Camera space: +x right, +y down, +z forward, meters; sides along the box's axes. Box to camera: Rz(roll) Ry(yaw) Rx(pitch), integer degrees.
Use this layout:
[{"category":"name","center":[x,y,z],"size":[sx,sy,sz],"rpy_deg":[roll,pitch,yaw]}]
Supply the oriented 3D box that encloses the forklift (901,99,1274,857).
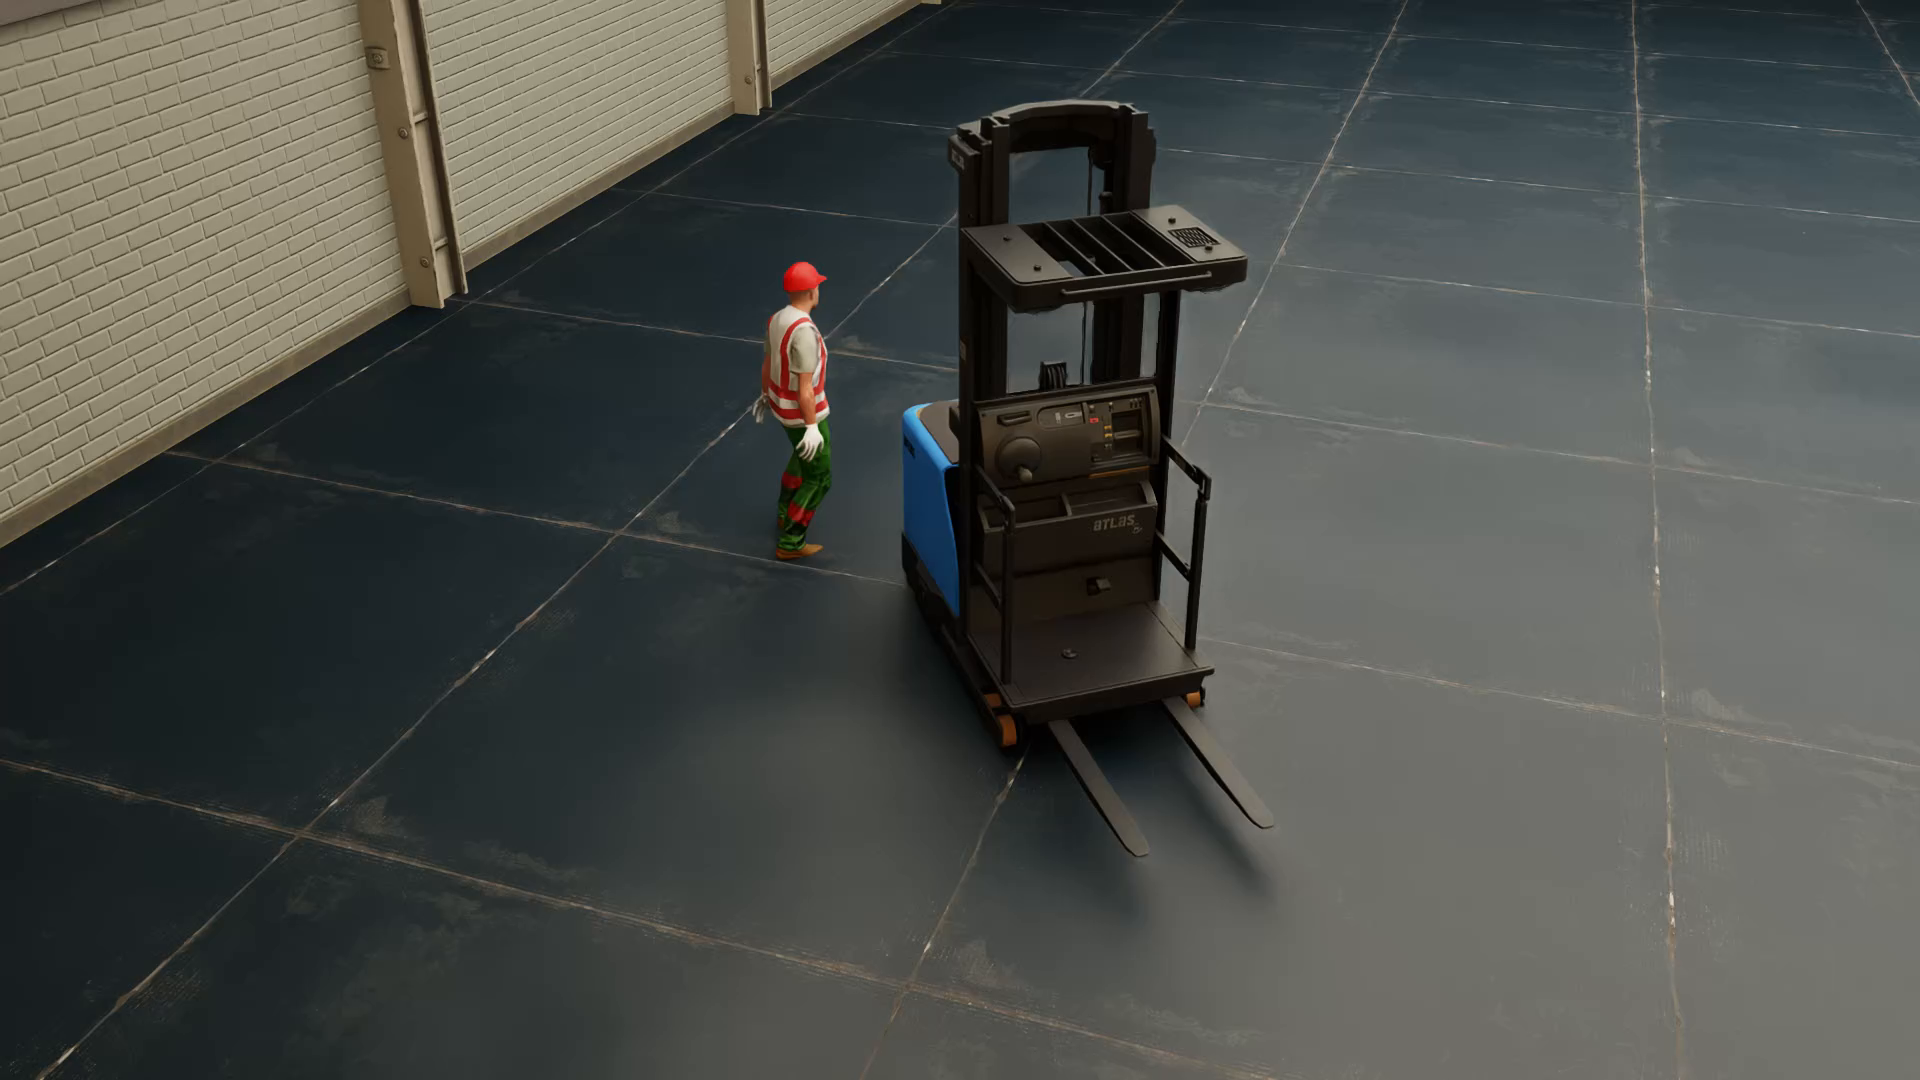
[{"category":"forklift","center":[0.609,-0.466,7.954],"size":[1.130,2.935,3.031],"rpy_deg":[-9,31,-16]}]

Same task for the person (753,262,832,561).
[{"category":"person","center":[-0.932,-0.738,9.673],"size":[0.464,1.750,0.887],"rpy_deg":[-12,32,-20]}]
